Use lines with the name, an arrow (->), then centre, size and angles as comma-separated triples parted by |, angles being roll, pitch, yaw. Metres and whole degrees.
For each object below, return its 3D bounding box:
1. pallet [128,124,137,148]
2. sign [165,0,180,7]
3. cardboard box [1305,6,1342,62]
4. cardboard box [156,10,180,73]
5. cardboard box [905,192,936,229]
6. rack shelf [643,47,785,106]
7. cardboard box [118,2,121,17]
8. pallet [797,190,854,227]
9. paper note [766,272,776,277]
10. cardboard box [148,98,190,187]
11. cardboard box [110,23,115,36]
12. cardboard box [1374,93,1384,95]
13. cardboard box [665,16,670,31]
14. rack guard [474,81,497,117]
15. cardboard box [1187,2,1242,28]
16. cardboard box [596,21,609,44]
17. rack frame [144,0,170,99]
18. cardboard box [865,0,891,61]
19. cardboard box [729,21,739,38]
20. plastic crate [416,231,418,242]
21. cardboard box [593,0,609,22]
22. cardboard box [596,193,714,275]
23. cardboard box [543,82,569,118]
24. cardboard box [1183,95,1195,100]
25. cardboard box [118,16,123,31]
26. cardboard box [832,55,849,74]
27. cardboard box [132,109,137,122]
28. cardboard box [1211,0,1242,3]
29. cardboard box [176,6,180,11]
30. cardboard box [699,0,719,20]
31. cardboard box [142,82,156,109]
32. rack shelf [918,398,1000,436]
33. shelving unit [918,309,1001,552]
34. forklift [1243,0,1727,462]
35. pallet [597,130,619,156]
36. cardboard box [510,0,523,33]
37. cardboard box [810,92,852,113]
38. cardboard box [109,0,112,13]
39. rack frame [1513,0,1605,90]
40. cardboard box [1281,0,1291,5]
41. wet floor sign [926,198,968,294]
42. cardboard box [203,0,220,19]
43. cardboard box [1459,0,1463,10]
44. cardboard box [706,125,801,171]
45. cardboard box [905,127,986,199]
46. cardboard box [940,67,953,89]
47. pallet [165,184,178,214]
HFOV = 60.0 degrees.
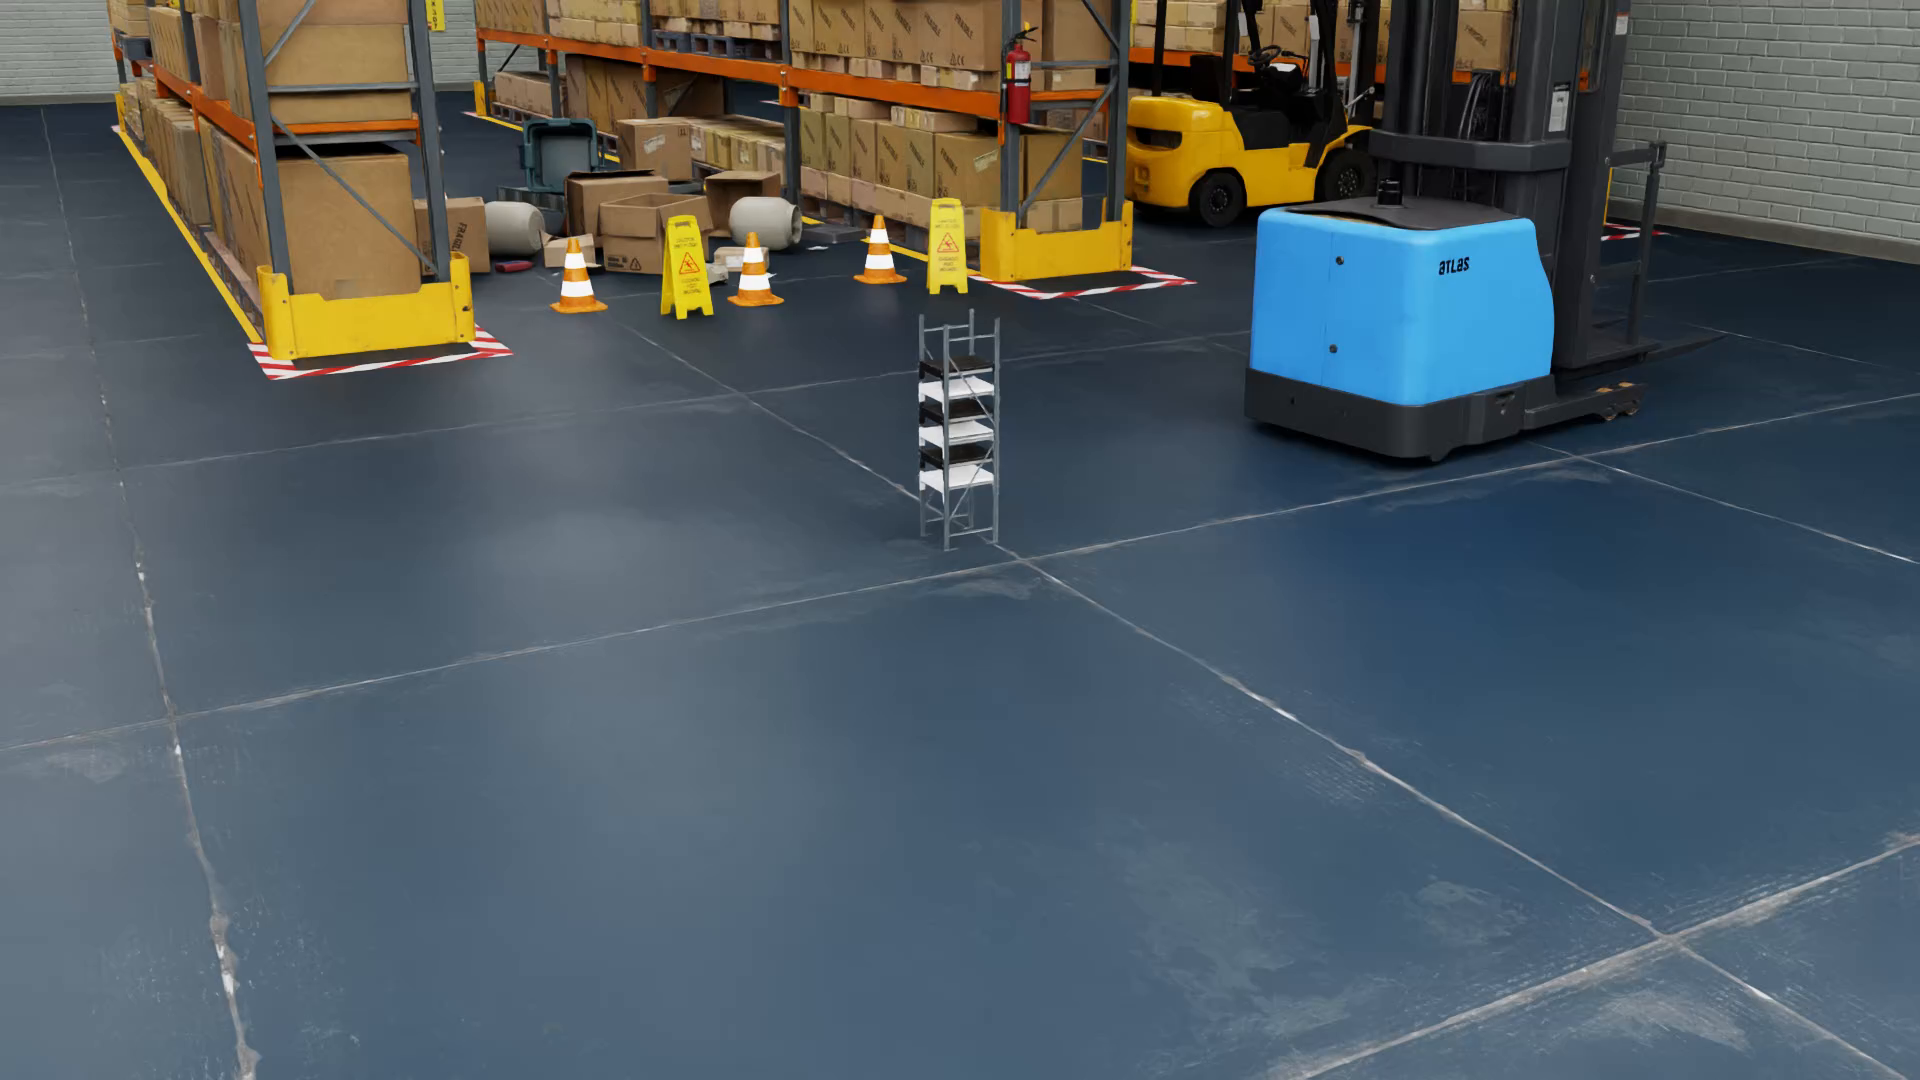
pallet -> -10.182, -5.266, 21.568 | 1.003, 0.211, 1.213 | -10, 21, -27
sign -> -5.923, -4.173, 12.471 | 0.100, 0.325, 0.005 | -10, 21, -27
cardboard box -> 3.709, -4.902, 16.087 | 0.500, 0.500, 0.500 | -10, 22, -27
cardboard box -> -6.656, -4.341, 14.459 | 0.500, 0.500, 0.500 | -10, 22, -27
cardboard box -> -0.102, -2.636, 13.244 | 0.500, 0.250, 0.500 | -10, 21, -26
rack shelf -> -2.092, -4.779, 16.986 | 1.077, 0.370, 4.000 | -10, 21, -27
cardboard box -> -8.599, -5.559, 17.429 | 0.380, 0.149, 0.250 | -9, 21, -25
pallet -> -0.792, -3.040, 15.117 | 1.003, 0.211, 1.213 | -10, 21, -27
paper note -> -1.443, -1.957, 12.254 | 0.142, 0.019, 0.148 | 16, 25, 39
cardboard box -> -7.140, -3.844, 15.978 | 1.050, 0.750, 0.750 | -10, 22, -27
cardboard box -> -11.045, -6.780, 22.065 | 0.380, 0.149, 0.250 | -11, 22, -28
cardboard box -> 4.111, -4.285, 16.489 | 0.500, 0.250, 0.500 | -10, 21, -26
cardboard box -> -2.946, -5.565, 17.901 | 0.380, 0.149, 0.250 | -11, 22, -30
rack guard -> -6.852, -6.815, 25.616 | 1.175, 0.500, 0.348 | -10, 21, -27
cardboard box -> 2.767, -5.582, 17.673 | 0.500, 0.250, 0.500 | -10, 22, -28
cardboard box -> -3.991, -6.019, 19.705 | 0.500, 0.250, 0.500 | -10, 22, -27
rack frame -> -7.350, -4.898, 16.227 | 1.000, 3.000, 0.127 | -10, 21, -27
cardboard box -> -0.435, -4.135, 13.407 | 0.500, 0.500, 0.500 | -10, 21, -26
cardboard box -> -2.017, -4.949, 16.118 | 0.380, 0.149, 0.250 | -10, 21, -26
plastic crate -> -4.215, -2.600, 13.792 | 0.450, 0.188, 0.662 | -9, 19, 5
cardboard box -> -4.003, -6.249, 19.606 | 0.500, 0.250, 0.500 | -11, 22, -28
cardboard box -> -2.305, -2.329, 12.609 | 0.637, 0.503, 0.797 | 7, 20, 20
cardboard box -> -5.144, -6.026, 22.780 | 0.875, 0.438, 0.875 | -10, 22, -27
cardboard box -> 2.967, -4.539, 18.184 | 0.875, 0.625, 0.625 | -9, 21, -24
cardboard box -> -8.725, -5.495, 17.698 | 0.380, 0.149, 0.250 | -11, 22, -29
cardboard box -> -0.869, -4.074, 14.224 | 0.380, 0.149, 0.250 | -9, 21, -25
cardboard box -> -9.961, -5.229, 20.456 | 0.380, 0.149, 0.250 | -11, 22, -29
cardboard box -> 2.867, -5.733, 17.499 | 0.380, 0.149, 0.250 | -9, 21, -25
cardboard box -> -6.415, -4.849, 14.398 | 0.700, 0.500, 0.500 | -10, 22, -27
cardboard box -> -2.289, -5.470, 16.632 | 0.500, 0.500, 0.500 | -11, 22, -29
cardboard box -> -8.637, -4.865, 18.170 | 0.500, 0.250, 0.500 | -9, 21, -25
rack shelf -> -0.004, -0.481, 6.473 | 0.258, 0.077, 0.200 | -10, 21, -27
shelving unit -> -0.004, -0.428, 6.491 | 0.258, 0.900, 0.210 | -10, 21, -27
forklift -> 2.877, -2.108, 8.247 | 3.031, 2.935, 1.130 | -14, 24, -35
pallet -> -3.925, -4.963, 20.691 | 1.003, 0.211, 1.213 | -10, 21, -27
cardboard box -> -5.887, -7.271, 22.952 | 0.500, 0.500, 0.500 | -10, 22, -27
cardboard box -> -1.093, -3.849, 14.614 | 0.380, 0.149, 0.250 | -10, 21, -26
cardboard box -> -9.467, -6.082, 18.944 | 0.380, 0.149, 0.250 | -10, 21, -26
rack frame -> 5.124, -4.167, 14.109 | 1.000, 3.000, 0.127 | -10, 21, -27
cardboard box -> 3.417, -5.392, 16.512 | 0.380, 0.149, 0.250 | -10, 21, -27
wet floor sign -> -0.094, -2.064, 11.623 | 0.267, 0.644, 0.232 | -3, 19, -8
cardboard box -> -4.548, -3.753, 11.022 | 0.875, 0.550, 0.500 | -10, 21, -27
cardboard box -> 4.496, -4.730, 14.592 | 0.380, 0.149, 0.250 | -10, 21, -26
cardboard box -> -2.069, -4.057, 17.175 | 0.950, 0.372, 0.625 | -9, 21, -25
cardboard box -> -0.103, -2.989, 13.117 | 0.500, 0.500, 0.500 | -9, 21, -25
cardboard box -> 0.071, -3.485, 12.517 | 0.380, 0.149, 0.250 | -10, 22, -28
pallet -> -7.042, -3.342, 15.992 | 1.003, 0.211, 1.213 | -10, 21, -27
